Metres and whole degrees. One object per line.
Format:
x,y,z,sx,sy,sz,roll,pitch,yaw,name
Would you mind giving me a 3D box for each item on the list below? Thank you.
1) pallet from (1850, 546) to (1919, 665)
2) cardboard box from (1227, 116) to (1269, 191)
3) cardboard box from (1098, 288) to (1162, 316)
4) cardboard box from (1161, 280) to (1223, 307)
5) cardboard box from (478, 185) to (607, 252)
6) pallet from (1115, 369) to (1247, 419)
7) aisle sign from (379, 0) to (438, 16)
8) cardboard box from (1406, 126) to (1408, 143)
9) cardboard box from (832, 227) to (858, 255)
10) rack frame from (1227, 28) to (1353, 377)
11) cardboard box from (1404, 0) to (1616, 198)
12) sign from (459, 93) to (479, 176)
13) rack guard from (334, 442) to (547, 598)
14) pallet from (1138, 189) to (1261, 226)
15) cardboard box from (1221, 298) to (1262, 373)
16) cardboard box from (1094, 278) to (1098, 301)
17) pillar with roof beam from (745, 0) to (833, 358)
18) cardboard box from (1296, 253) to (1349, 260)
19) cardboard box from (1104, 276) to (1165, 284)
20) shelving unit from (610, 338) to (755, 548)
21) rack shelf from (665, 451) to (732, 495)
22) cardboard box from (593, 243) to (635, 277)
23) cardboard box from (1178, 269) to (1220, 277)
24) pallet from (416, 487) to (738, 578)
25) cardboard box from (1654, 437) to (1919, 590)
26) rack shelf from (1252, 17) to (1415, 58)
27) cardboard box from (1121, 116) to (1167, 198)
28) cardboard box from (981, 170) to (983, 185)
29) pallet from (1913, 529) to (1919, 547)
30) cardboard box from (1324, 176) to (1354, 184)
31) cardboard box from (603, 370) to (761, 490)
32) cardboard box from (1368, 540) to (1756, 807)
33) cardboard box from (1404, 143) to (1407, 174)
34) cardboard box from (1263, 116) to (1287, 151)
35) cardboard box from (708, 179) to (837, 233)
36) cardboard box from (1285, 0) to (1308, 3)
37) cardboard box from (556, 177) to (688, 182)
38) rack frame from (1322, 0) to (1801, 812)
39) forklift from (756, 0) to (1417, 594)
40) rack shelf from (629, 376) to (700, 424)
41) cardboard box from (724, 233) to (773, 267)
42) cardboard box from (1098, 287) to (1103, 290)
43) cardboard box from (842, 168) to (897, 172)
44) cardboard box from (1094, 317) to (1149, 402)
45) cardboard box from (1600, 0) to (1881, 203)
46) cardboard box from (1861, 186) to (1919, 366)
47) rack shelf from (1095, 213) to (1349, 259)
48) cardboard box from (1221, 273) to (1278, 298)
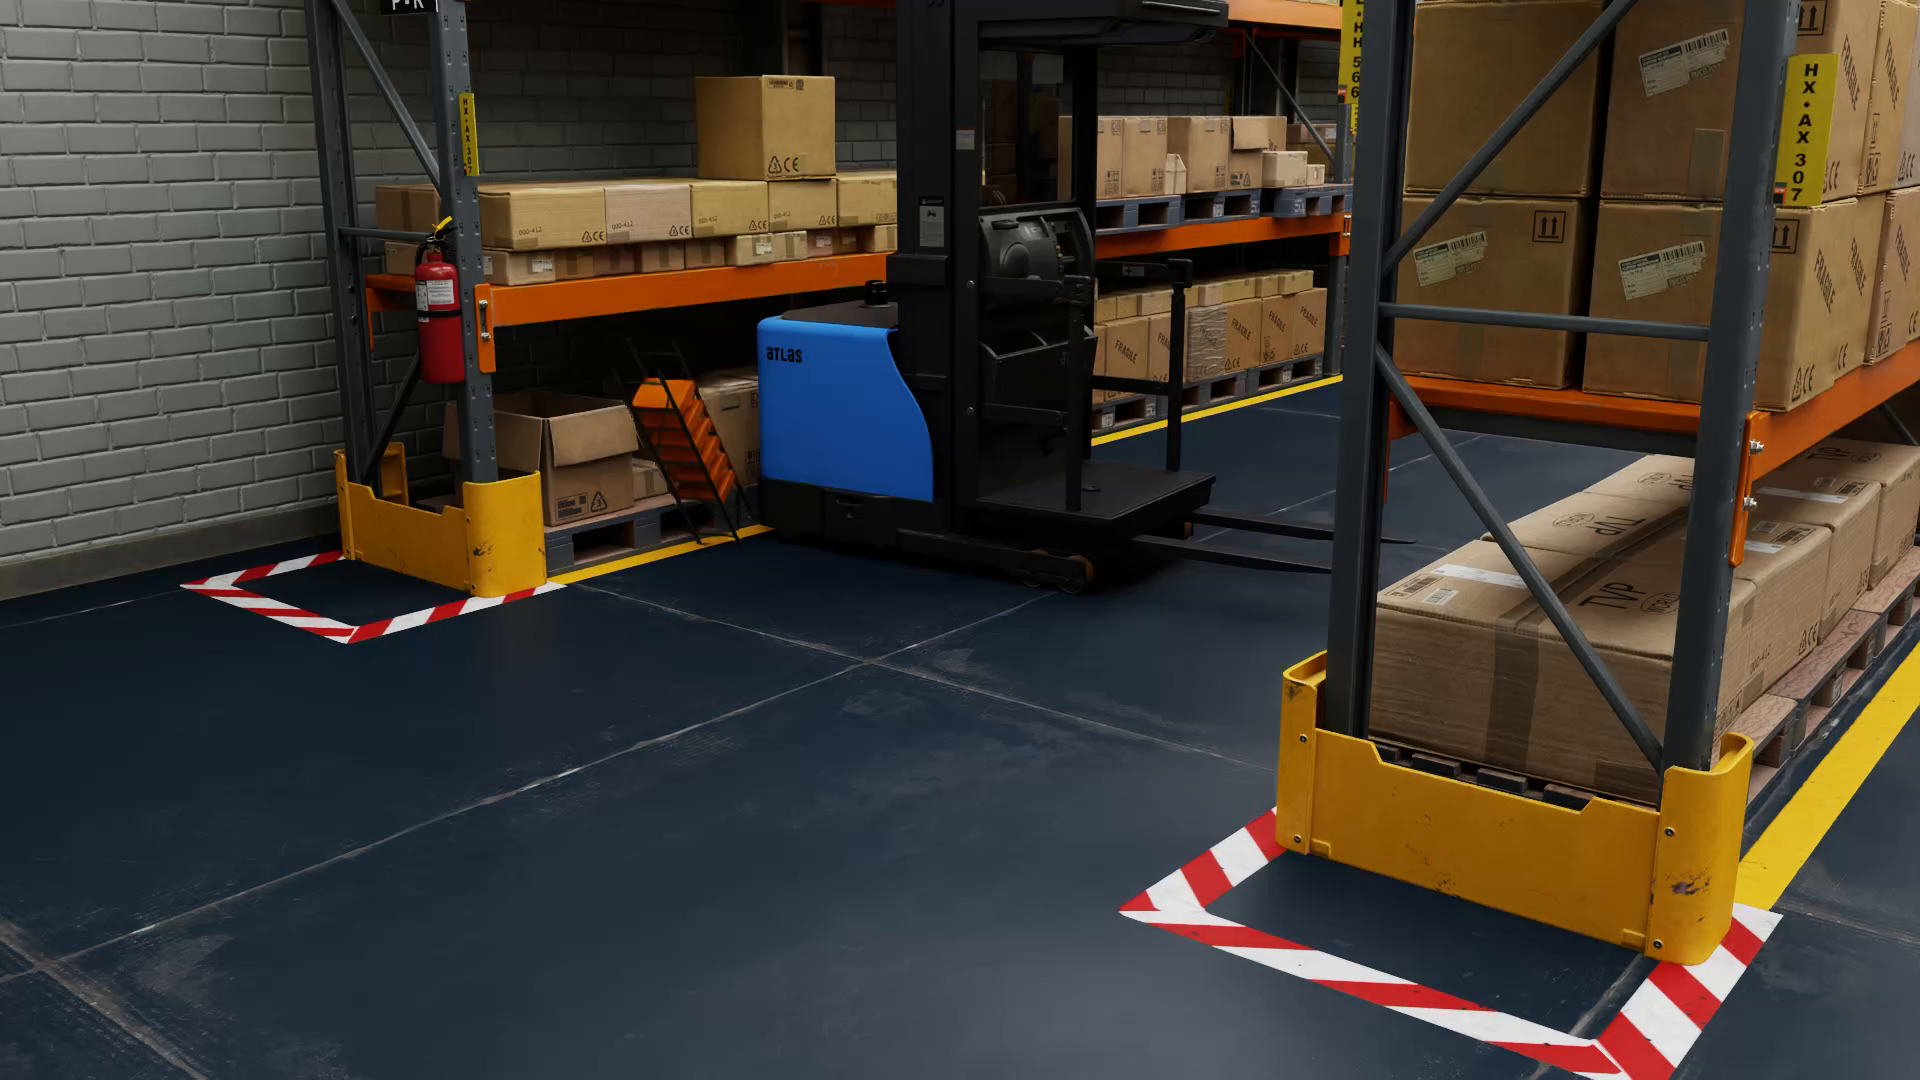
3.425,0.180,6.985,1.003,0.211,1.213,11,18,38,pallet
1.733,-2.751,11.796,0.797,0.503,0.637,11,18,36,cardboard box
1.147,-1.619,11.310,0.380,0.149,0.250,11,18,37,cardboard box
1.646,-1.761,11.871,0.380,0.149,0.250,10,17,35,cardboard box
-1.919,-1.423,7.332,0.500,0.250,0.500,11,18,38,cardboard box
1.349,-1.117,12.091,1.003,0.211,1.213,11,18,38,pallet
-2.228,-2.508,6.622,0.394,0.787,0.004,11,18,38,aisle sign
3.507,-3.373,13.788,0.380,0.149,0.250,12,18,38,cardboard box
-0.768,-1.612,8.887,0.380,0.149,0.250,12,18,38,cardboard box
2.615,-2.838,13.204,1.000,3.000,0.127,11,18,38,rack frame
1.567,-1.201,4.525,0.500,0.500,0.500,12,19,39,cardboard box
-1.991,-1.642,6.736,0.100,0.325,0.005,11,18,38,sign
-2.366,-0.109,7.538,1.175,0.500,0.348,11,18,38,rack guard
1.396,-2.372,11.758,1.003,0.211,1.213,11,18,38,pallet
1.867,-1.521,12.243,0.500,0.500,0.500,12,19,40,cardboard box
0.659,-1.608,10.661,0.380,0.149,0.250,10,17,35,cardboard box
2.310,-4.320,6.851,9.100,9.000,0.400,11,18,38,pillar with roof beam
3.422,-2.135,14.404,0.875,0.625,0.625,12,19,39,cardboard box
1.273,-1.837,12.169,0.380,0.149,0.250,11,18,38,cardboard box
-1.245,-0.421,7.595,0.258,1.200,0.189,5,52,18,shelving unit
-1.213,-0.318,7.718,0.258,0.103,0.180,5,52,18,rack shelf
-1.731,-1.317,7.724,0.380,0.149,0.250,11,18,37,cardboard box
1.763,-1.986,12.756,0.380,0.149,0.250,12,18,38,cardboard box
-1.865,-0.122,8.175,1.003,0.211,1.213,11,18,38,pallet
3.486,-0.163,7.023,0.875,0.438,0.875,11,18,37,cardboard box
3.872,-4.326,14.431,1.077,0.370,4.000,11,18,38,rack shelf
0.904,-2.481,10.743,0.700,0.500,0.500,12,18,38,cardboard box
-0.030,-2.008,9.638,0.500,0.250,0.500,12,18,39,cardboard box
4.390,-0.113,8.138,1.003,0.211,1.213,11,18,38,pallet
3.084,-2.813,13.408,0.500,0.250,0.500,11,18,38,cardboard box
-1.388,-0.558,8.453,0.700,0.500,0.500,12,19,40,cardboard box
1.787,0.358,4.974,0.875,0.438,0.875,11,18,36,cardboard box
3.399,-3.151,13.723,0.500,0.250,0.500,12,19,39,cardboard box
2.170,-3.016,12.847,0.500,0.500,0.500,12,19,40,cardboard box
-0.981,-1.718,8.495,0.500,0.250,0.500,11,18,36,cardboard box
2.166,-3.987,11.939,0.500,0.250,0.500,11,18,38,cardboard box
-1.691,-1.700,8.421,0.500,0.250,0.500,12,19,39,cardboard box
1.450,-0.539,4.152,1.000,3.000,0.127,11,18,38,rack frame
0.531,-1.337,7.433,3.031,2.935,1.130,9,17,31,forklift
-1.307,-0.619,7.357,0.258,0.103,0.180,5,52,18,rack shelf
-1.145,-1.444,8.225,0.380,0.149,0.250,11,18,36,cardboard box
0.770,-1.690,11.591,0.380,0.149,0.250,12,18,39,cardboard box
-0.421,-2.091,9.961,0.500,0.250,0.500,11,18,37,cardboard box
0.907,-1.226,11.079,0.500,0.500,0.500,11,18,37,cardboard box
1.973,-1.120,4.205,0.500,0.500,0.500,11,18,36,cardboard box
2.605,-0.831,5.097,0.500,0.500,0.500,11,18,37,cardboard box
1.358,-2.107,11.784,1.077,0.370,4.000,11,18,38,rack shelf
2.154,-1.910,12.457,0.380,0.149,0.250,11,18,36,cardboard box
